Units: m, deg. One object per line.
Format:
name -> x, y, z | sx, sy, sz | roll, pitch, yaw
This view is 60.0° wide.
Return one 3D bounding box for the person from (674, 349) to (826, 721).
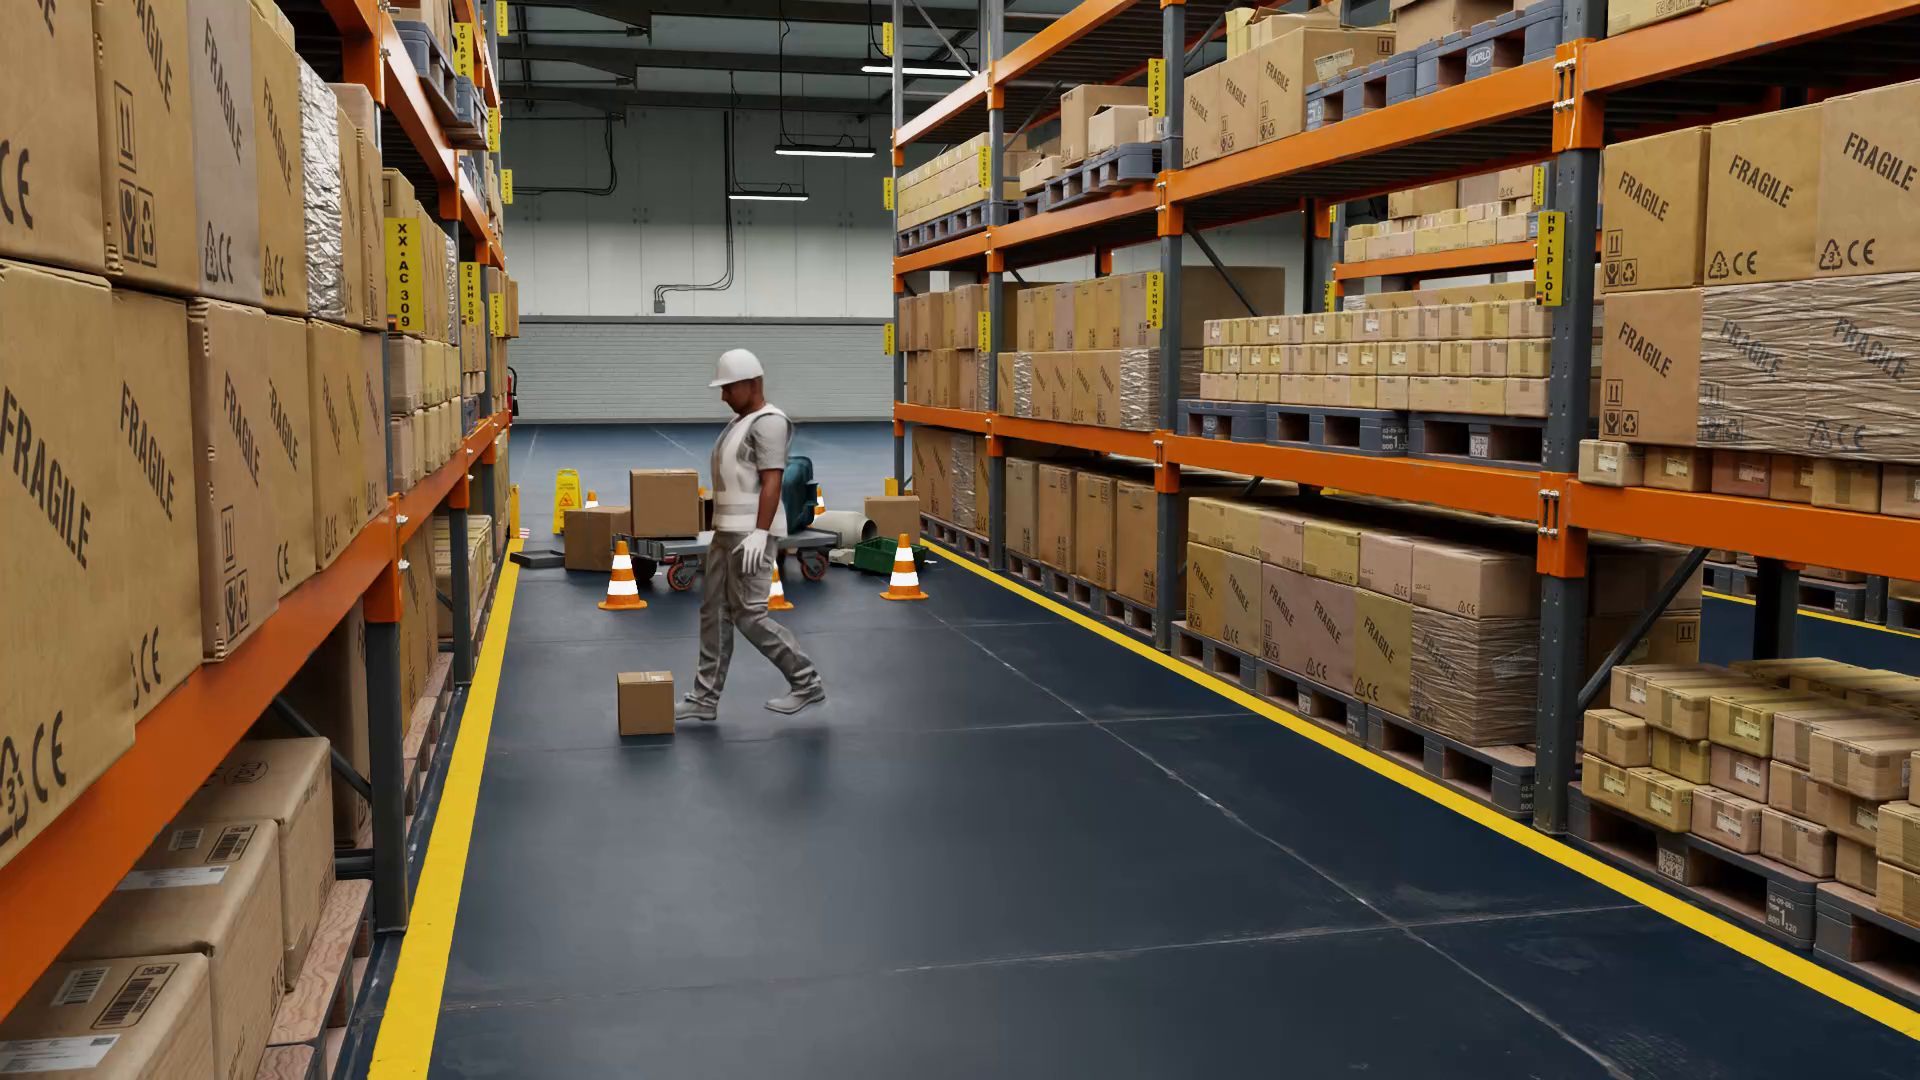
person -> -1.047, -0.011, 7.829 | 0.772, 1.766, 0.606 | -2, 7, -22
